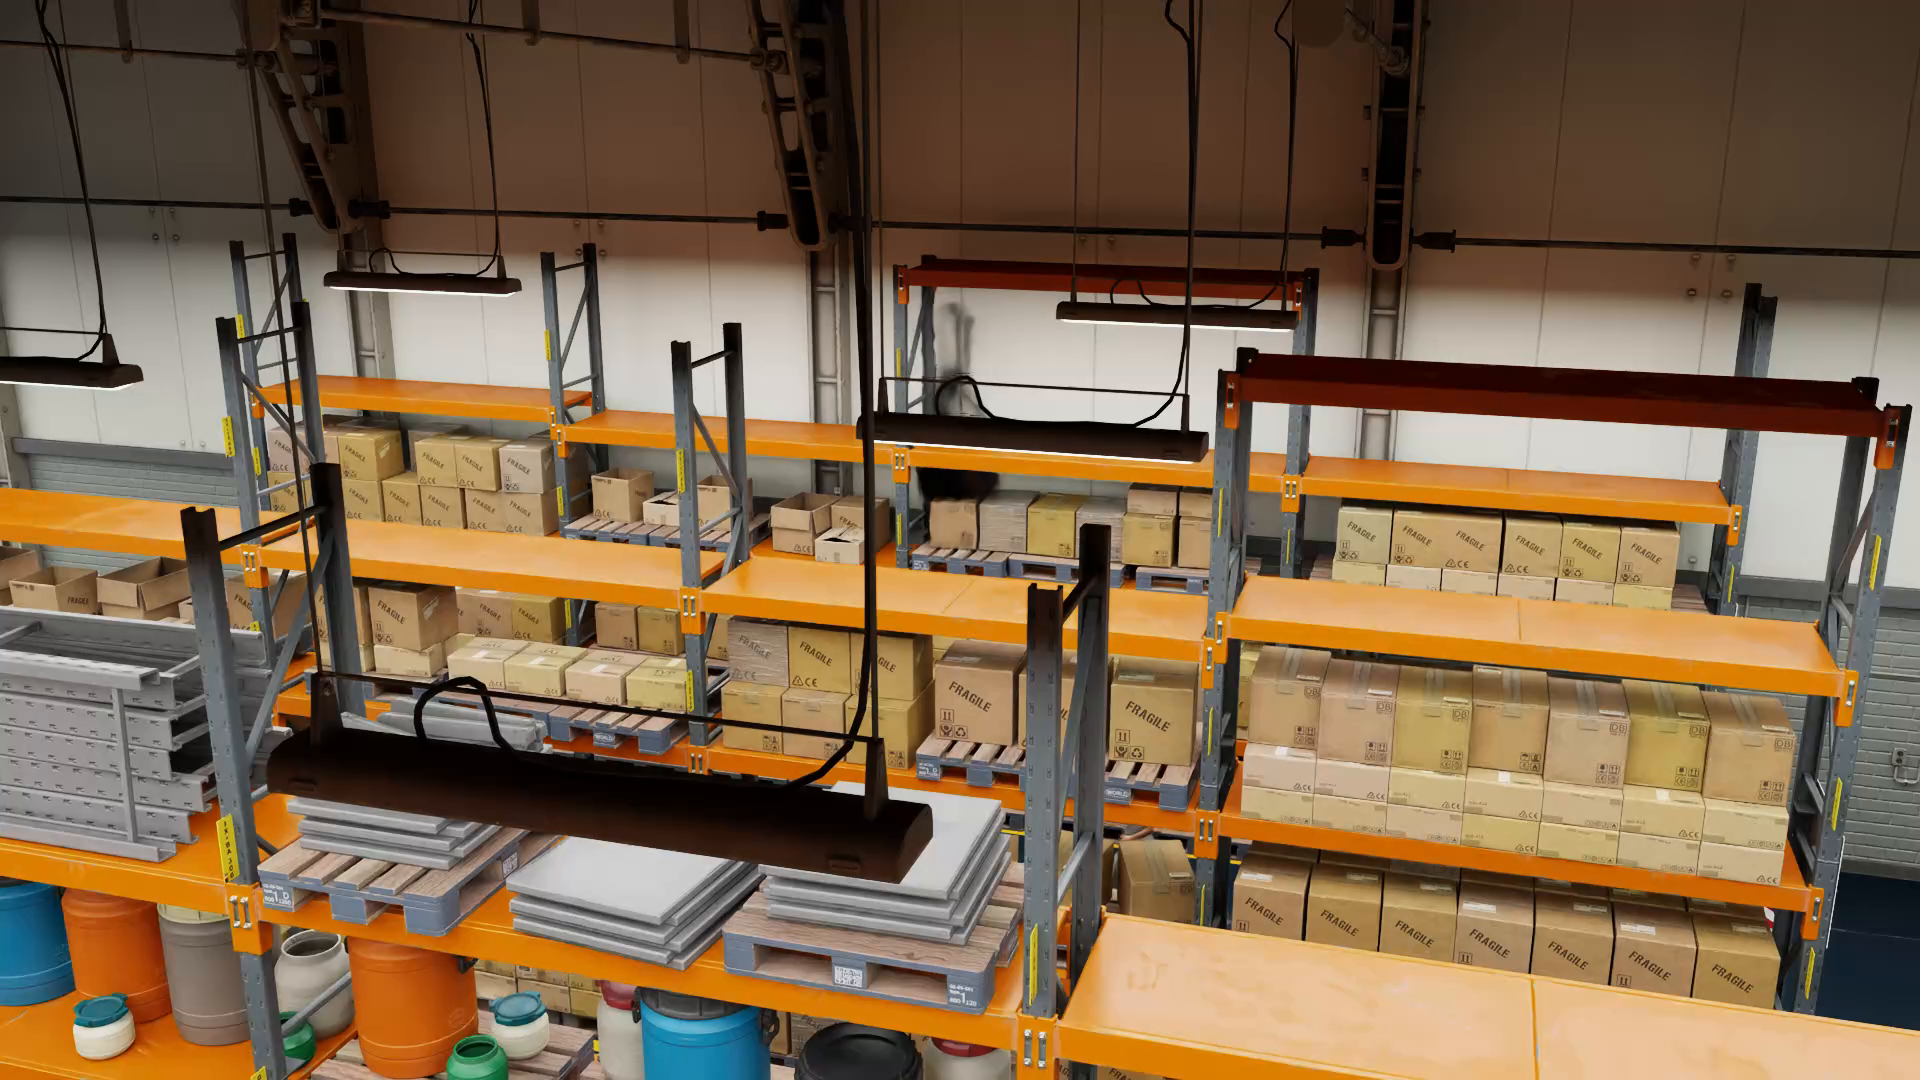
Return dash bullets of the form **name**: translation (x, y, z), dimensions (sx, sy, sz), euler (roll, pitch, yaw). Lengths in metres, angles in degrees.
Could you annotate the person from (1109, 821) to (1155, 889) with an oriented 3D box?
- **person**: translation (1.641, 2.736, 15.207), dimensions (0.607, 1.545, 0.574), euler (3, 16, 11)
